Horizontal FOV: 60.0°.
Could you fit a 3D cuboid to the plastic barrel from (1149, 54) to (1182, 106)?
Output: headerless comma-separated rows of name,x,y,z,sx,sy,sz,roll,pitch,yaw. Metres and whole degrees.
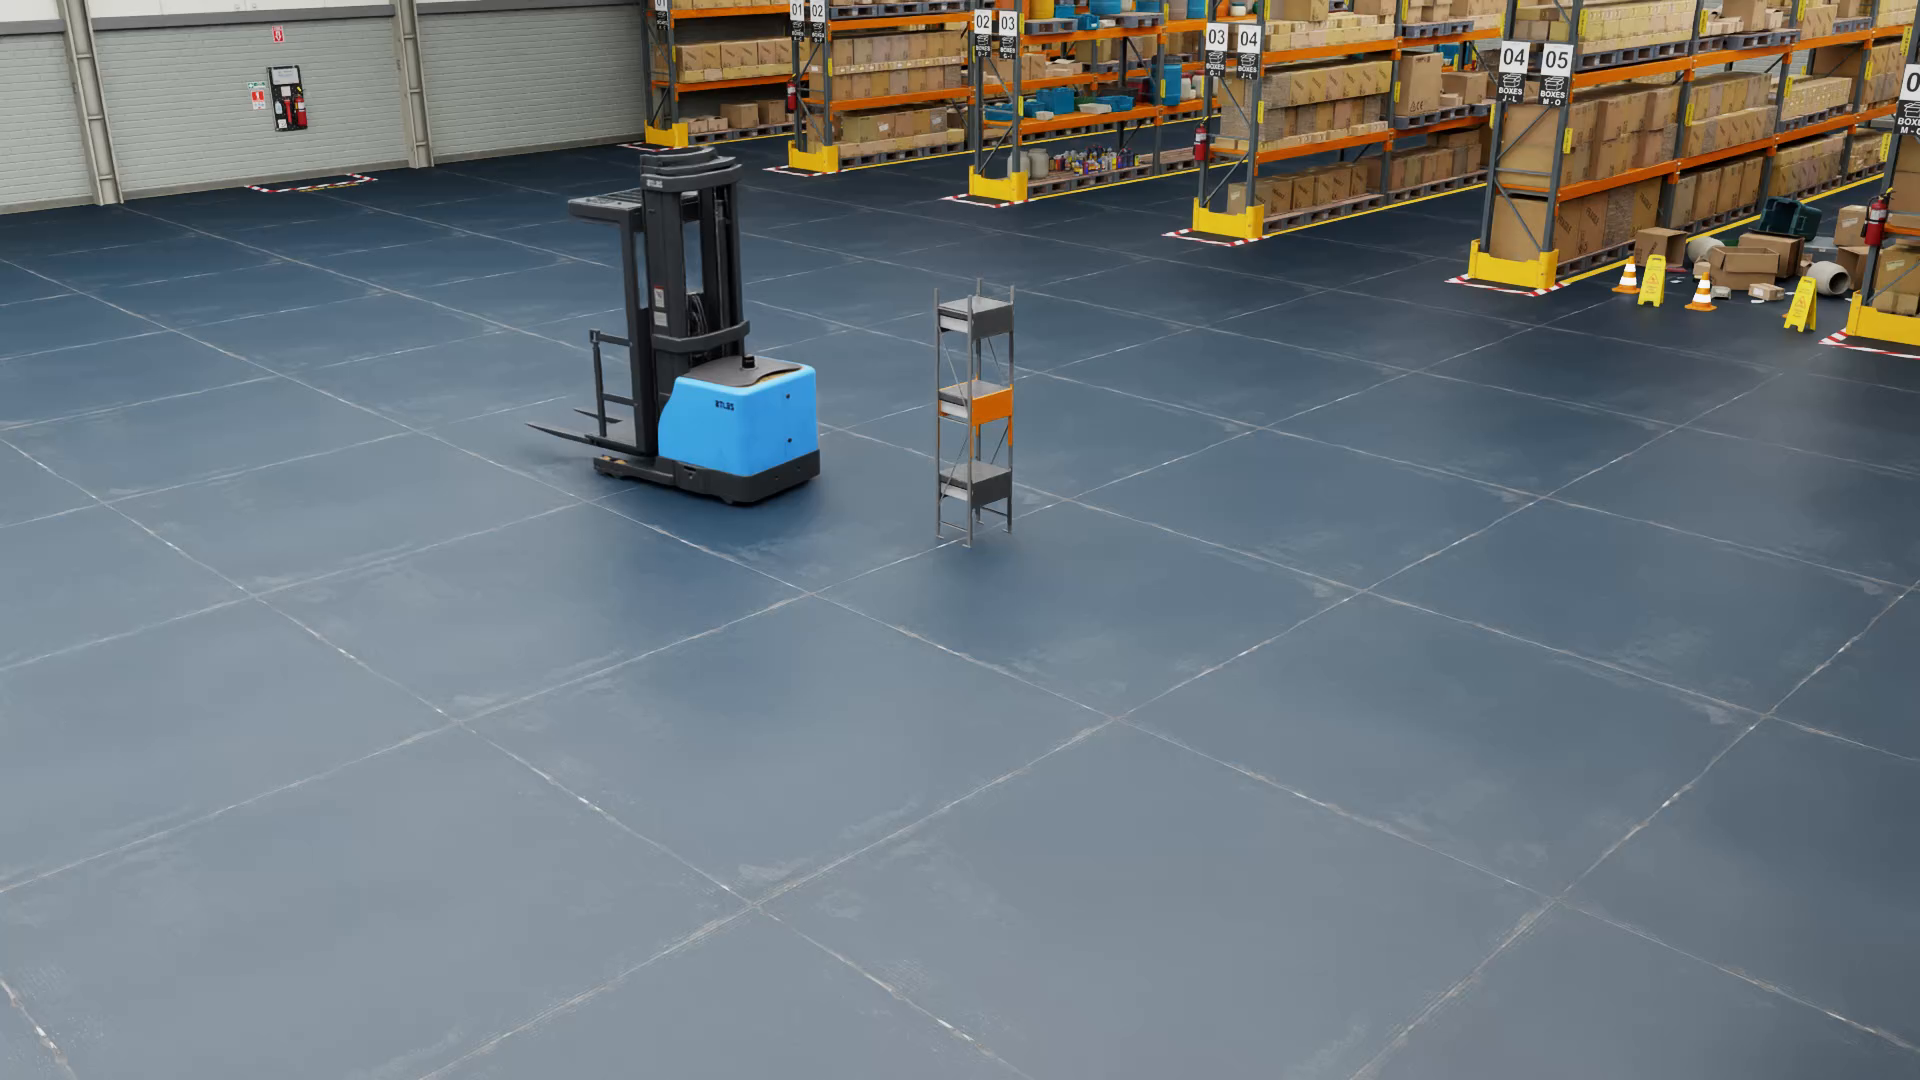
plastic barrel,3.939,-8.808,31.838,0.600,0.901,0.708,19,28,41

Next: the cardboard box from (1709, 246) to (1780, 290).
cardboard box,10.722,-3.722,22.785,0.797,0.503,0.637,2,21,4

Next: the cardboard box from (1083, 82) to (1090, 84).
cardboard box,3.242,-12.542,45.150,0.500,0.500,0.700,-19,28,-41

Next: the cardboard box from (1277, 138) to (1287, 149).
cardboard box,4.953,-6.299,26.359,0.380,0.149,0.250,19,28,41

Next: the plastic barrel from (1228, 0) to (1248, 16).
plastic barrel,5.514,-11.056,33.506,0.600,0.901,0.600,0,21,0

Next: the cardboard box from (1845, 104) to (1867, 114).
cardboard box,16.497,-7.974,30.716,0.250,0.149,0.380,-19,28,-40

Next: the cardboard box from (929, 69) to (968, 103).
cardboard box,-0.249,-11.407,41.710,0.750,0.750,0.750,19,28,40

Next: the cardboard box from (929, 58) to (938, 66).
cardboard box,-0.668,-9.818,34.122,0.380,0.149,0.250,19,28,41

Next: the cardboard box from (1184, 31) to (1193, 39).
cardboard box,5.654,-12.556,40.754,0.500,0.500,0.500,19,28,41

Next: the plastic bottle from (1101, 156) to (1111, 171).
plastic bottle,2.734,-7.074,31.208,0.135,0.276,0.152,-20,28,-41

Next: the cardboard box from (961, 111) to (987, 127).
cardboard box,0.373,-9.009,35.526,0.500,0.311,0.500,19,28,41

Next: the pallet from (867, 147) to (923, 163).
pallet,-1.530,-7.981,34.271,1.003,0.211,1.213,19,28,41

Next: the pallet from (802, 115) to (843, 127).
pallet,-3.104,-9.929,39.340,1.003,0.211,1.213,19,28,41

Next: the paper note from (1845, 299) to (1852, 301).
paper note,11.831,-3.192,22.063,0.142,0.019,0.148,9,23,23

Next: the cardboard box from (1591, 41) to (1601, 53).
cardboard box,8.340,-6.615,22.274,0.380,0.149,0.250,20,28,41

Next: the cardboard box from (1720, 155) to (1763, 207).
cardboard box,12.785,-6.084,27.999,1.050,0.750,0.750,19,28,40

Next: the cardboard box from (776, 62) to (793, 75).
cardboard box,-4.113,-10.646,37.499,0.500,0.250,0.500,19,28,41

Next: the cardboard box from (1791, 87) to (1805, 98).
cardboard box,14.281,-7.698,28.585,0.380,0.149,0.250,18,27,38

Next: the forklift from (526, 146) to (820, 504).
forklift,-2.776,-2.076,15.117,3.031,2.935,1.130,14,25,32

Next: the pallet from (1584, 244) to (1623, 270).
pallet,9.046,-4.251,24.567,1.003,0.211,1.213,19,28,41

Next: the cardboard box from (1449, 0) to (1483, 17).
cardboard box,8.931,-9.576,29.518,0.500,0.500,0.500,-20,28,-41

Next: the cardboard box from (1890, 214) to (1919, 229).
cardboard box,11.418,-3.835,19.948,0.250,0.149,0.380,-19,28,-40

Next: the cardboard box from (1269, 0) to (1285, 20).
cardboard box,5.110,-8.563,26.469,0.500,0.500,0.500,19,28,41

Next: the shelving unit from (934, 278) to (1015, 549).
shelving unit,0.115,-1.023,13.536,0.431,2.100,0.503,19,28,41

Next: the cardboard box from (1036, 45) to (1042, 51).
cardboard box,1.902,-12.821,43.299,0.380,0.149,0.250,20,28,41

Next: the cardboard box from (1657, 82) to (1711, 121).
cardboard box,11.184,-6.819,25.828,0.700,0.500,0.500,19,28,40

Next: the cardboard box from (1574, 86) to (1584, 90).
cardboard box,12.101,-9.100,33.157,0.500,0.500,0.500,-19,28,-40

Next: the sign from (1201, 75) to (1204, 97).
sign,3.827,-7.115,26.077,0.100,0.325,0.005,19,28,41

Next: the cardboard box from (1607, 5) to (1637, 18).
cardboard box,9.042,-7.246,22.805,0.380,0.149,0.250,19,28,40

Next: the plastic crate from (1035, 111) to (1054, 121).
plastic crate,1.517,-7.549,29.628,0.298,0.136,0.250,19,28,41

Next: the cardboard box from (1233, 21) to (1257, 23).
cardboard box,4.446,-7.986,25.870,0.380,0.149,0.250,18,27,39

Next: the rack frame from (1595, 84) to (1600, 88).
rack frame,12.582,-9.367,33.992,1.000,3.000,0.127,19,28,41

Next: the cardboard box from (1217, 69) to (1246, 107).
cardboard box,4.417,-7.138,26.245,0.500,0.500,0.500,19,28,41

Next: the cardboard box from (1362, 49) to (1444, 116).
cardboard box,7.655,-7.956,28.899,1.000,1.000,1.000,19,28,41

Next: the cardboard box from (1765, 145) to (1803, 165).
cardboard box,14.283,-6.698,28.901,0.500,0.250,0.500,19,28,40

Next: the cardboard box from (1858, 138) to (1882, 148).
cardboard box,17.562,-7.675,32.148,0.380,0.149,0.250,19,28,41

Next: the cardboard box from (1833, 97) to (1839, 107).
cardboard box,15.574,-7.897,29.930,0.380,0.149,0.250,19,28,40

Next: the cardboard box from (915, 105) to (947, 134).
cardboard box,-0.618,-8.754,34.599,0.500,0.500,0.500,19,28,41

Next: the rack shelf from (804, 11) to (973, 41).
rack shelf,-1.489,-10.341,33.348,1.077,0.370,4.000,19,28,41

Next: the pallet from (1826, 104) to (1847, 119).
pallet,15.428,-7.850,30.313,1.003,0.211,1.213,19,28,41

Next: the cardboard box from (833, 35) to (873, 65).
cardboard box,-2.150,-9.682,32.863,0.700,0.500,0.500,18,28,39

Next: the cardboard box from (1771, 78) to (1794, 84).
cardboard box,14.736,-8.202,29.896,0.380,0.149,0.250,19,28,40

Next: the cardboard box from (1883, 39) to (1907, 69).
cardboard box,18.005,-9.334,31.959,0.500,0.500,0.500,-18,28,-39

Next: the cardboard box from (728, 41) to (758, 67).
cardboard box,-4.820,-10.730,36.674,0.500,0.500,0.500,-19,28,-40

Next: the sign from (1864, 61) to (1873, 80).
sign,16.465,-8.502,30.128,0.100,0.325,0.005,19,28,41

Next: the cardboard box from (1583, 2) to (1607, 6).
cardboard box,8.925,-7.542,23.575,0.380,0.149,0.250,19,28,40

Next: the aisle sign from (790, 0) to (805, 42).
aisle sign,-3.141,-10.033,32.101,0.394,0.787,0.004,19,28,41

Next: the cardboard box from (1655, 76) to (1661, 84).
cardboard box,14.828,-9.909,35.750,0.250,0.149,0.380,-20,28,-41

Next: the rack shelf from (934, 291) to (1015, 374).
rack shelf,0.115,-1.663,13.289,0.431,0.518,0.480,19,28,41

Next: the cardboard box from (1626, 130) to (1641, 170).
cardboard box,9.407,-5.759,24.396,0.875,0.550,0.550,19,28,41

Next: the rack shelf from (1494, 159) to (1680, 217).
rack shelf,9.089,-5.194,24.136,1.077,0.370,4.000,19,28,41

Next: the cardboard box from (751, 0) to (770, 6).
cardboard box,-4.543,-12.016,36.534,0.500,0.500,0.500,18,27,39

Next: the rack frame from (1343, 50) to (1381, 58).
rack frame,9.033,-10.607,37.217,1.000,3.000,0.127,19,28,41
